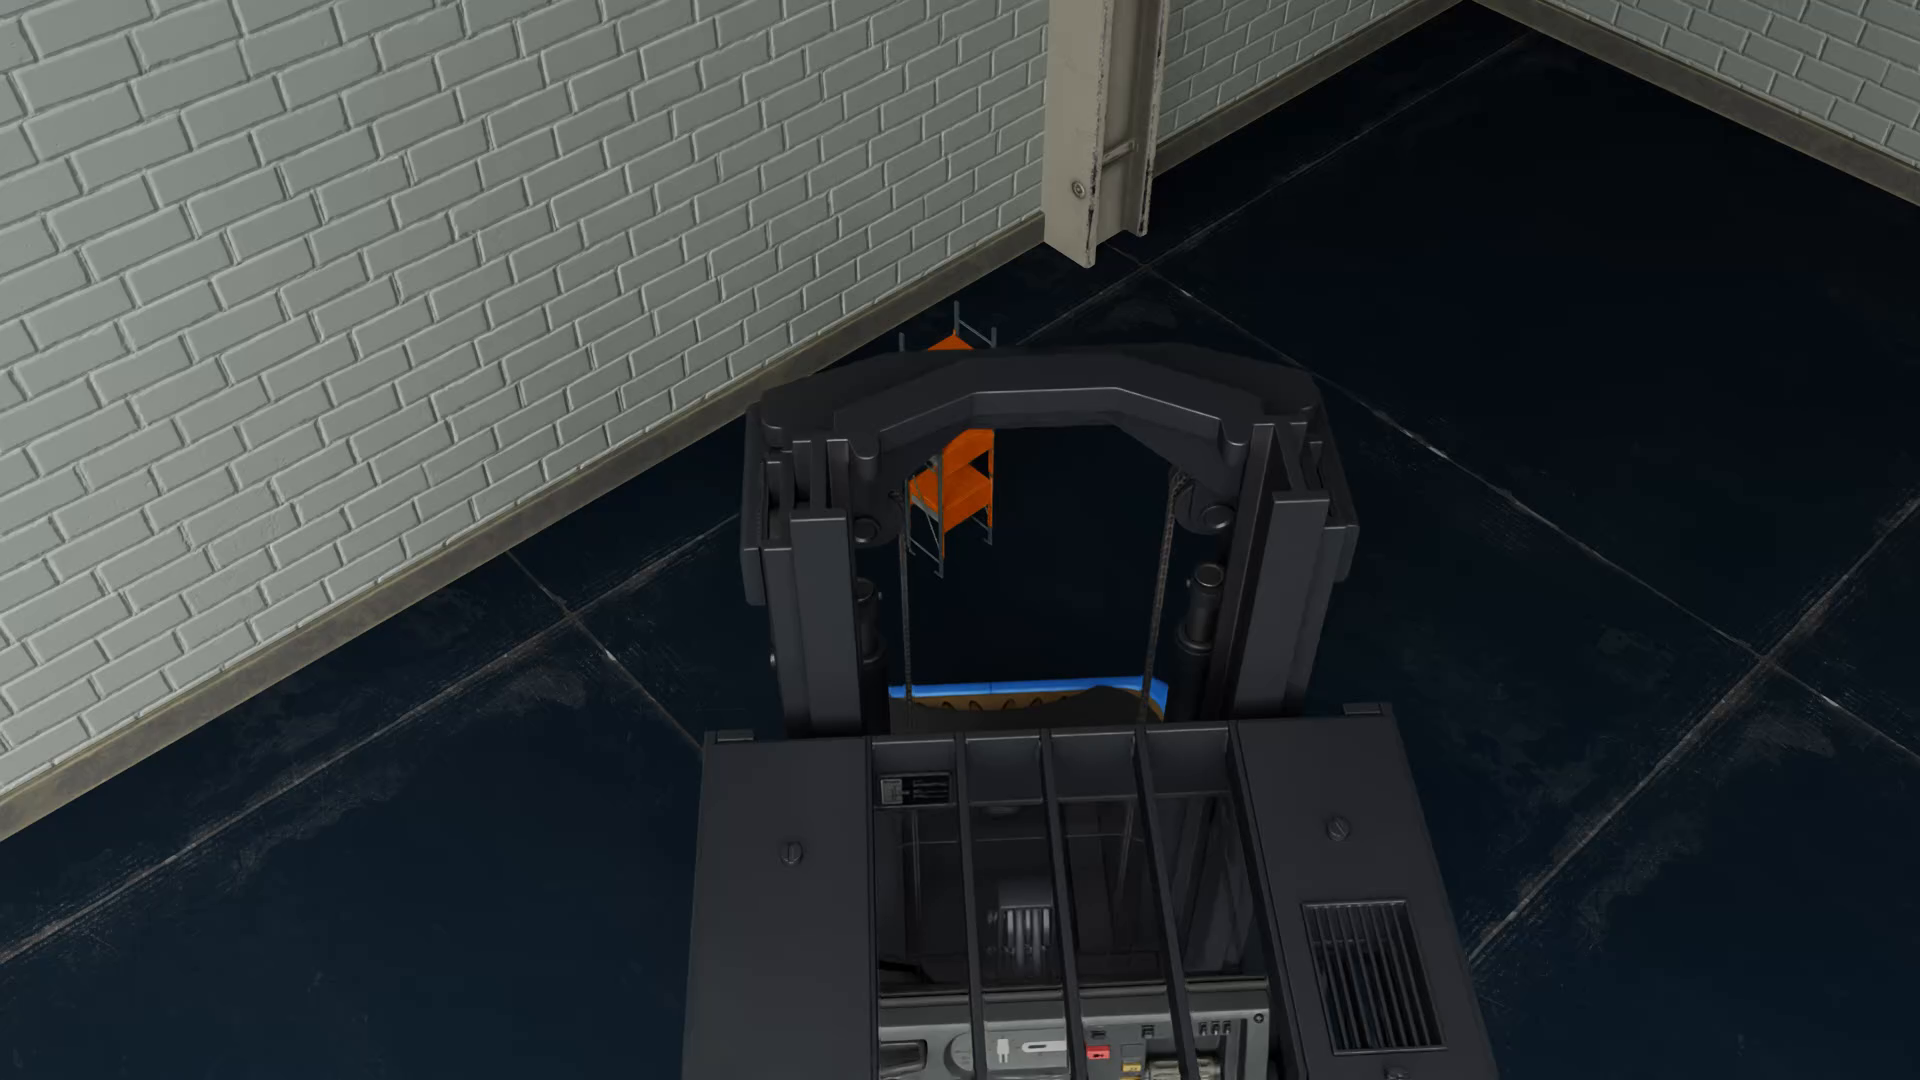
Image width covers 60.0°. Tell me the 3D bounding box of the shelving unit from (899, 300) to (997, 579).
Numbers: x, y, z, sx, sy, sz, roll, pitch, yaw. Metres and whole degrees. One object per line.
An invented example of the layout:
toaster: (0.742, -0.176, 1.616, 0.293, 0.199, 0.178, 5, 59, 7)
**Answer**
shelving unit: (-0.040, -0.330, 5.840, 0.252, 1.050, 0.215, -34, 56, -27)

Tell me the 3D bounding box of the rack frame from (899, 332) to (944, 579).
rack frame: (-0.130, -0.269, 5.784, 0.008, 1.050, 0.200, -34, 56, -27)

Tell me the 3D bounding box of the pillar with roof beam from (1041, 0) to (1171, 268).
pillar with roof beam: (3.500, -2.092, 2.057, 0.400, 9.000, 9.100, -34, 56, -27)

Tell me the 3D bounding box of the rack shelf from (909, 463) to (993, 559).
rack shelf: (-0.040, -0.134, 6.052, 0.240, 0.259, 0.215, -34, 56, -27)

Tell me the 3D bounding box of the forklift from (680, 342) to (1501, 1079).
forklift: (0.158, 1.197, 3.152, 1.130, 2.935, 3.031, -2, 47, -2)

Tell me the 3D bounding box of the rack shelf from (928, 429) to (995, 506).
rack shelf: (-0.040, -0.322, 5.847, 0.240, 0.259, 0.215, -34, 56, -27)

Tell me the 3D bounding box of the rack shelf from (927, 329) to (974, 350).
rack shelf: (-0.040, -0.515, 5.639, 0.240, 0.259, 0.215, -34, 56, -27)

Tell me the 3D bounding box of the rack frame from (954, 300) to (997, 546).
rack frame: (0.051, -0.390, 5.895, 0.008, 1.050, 0.200, -34, 56, -27)
